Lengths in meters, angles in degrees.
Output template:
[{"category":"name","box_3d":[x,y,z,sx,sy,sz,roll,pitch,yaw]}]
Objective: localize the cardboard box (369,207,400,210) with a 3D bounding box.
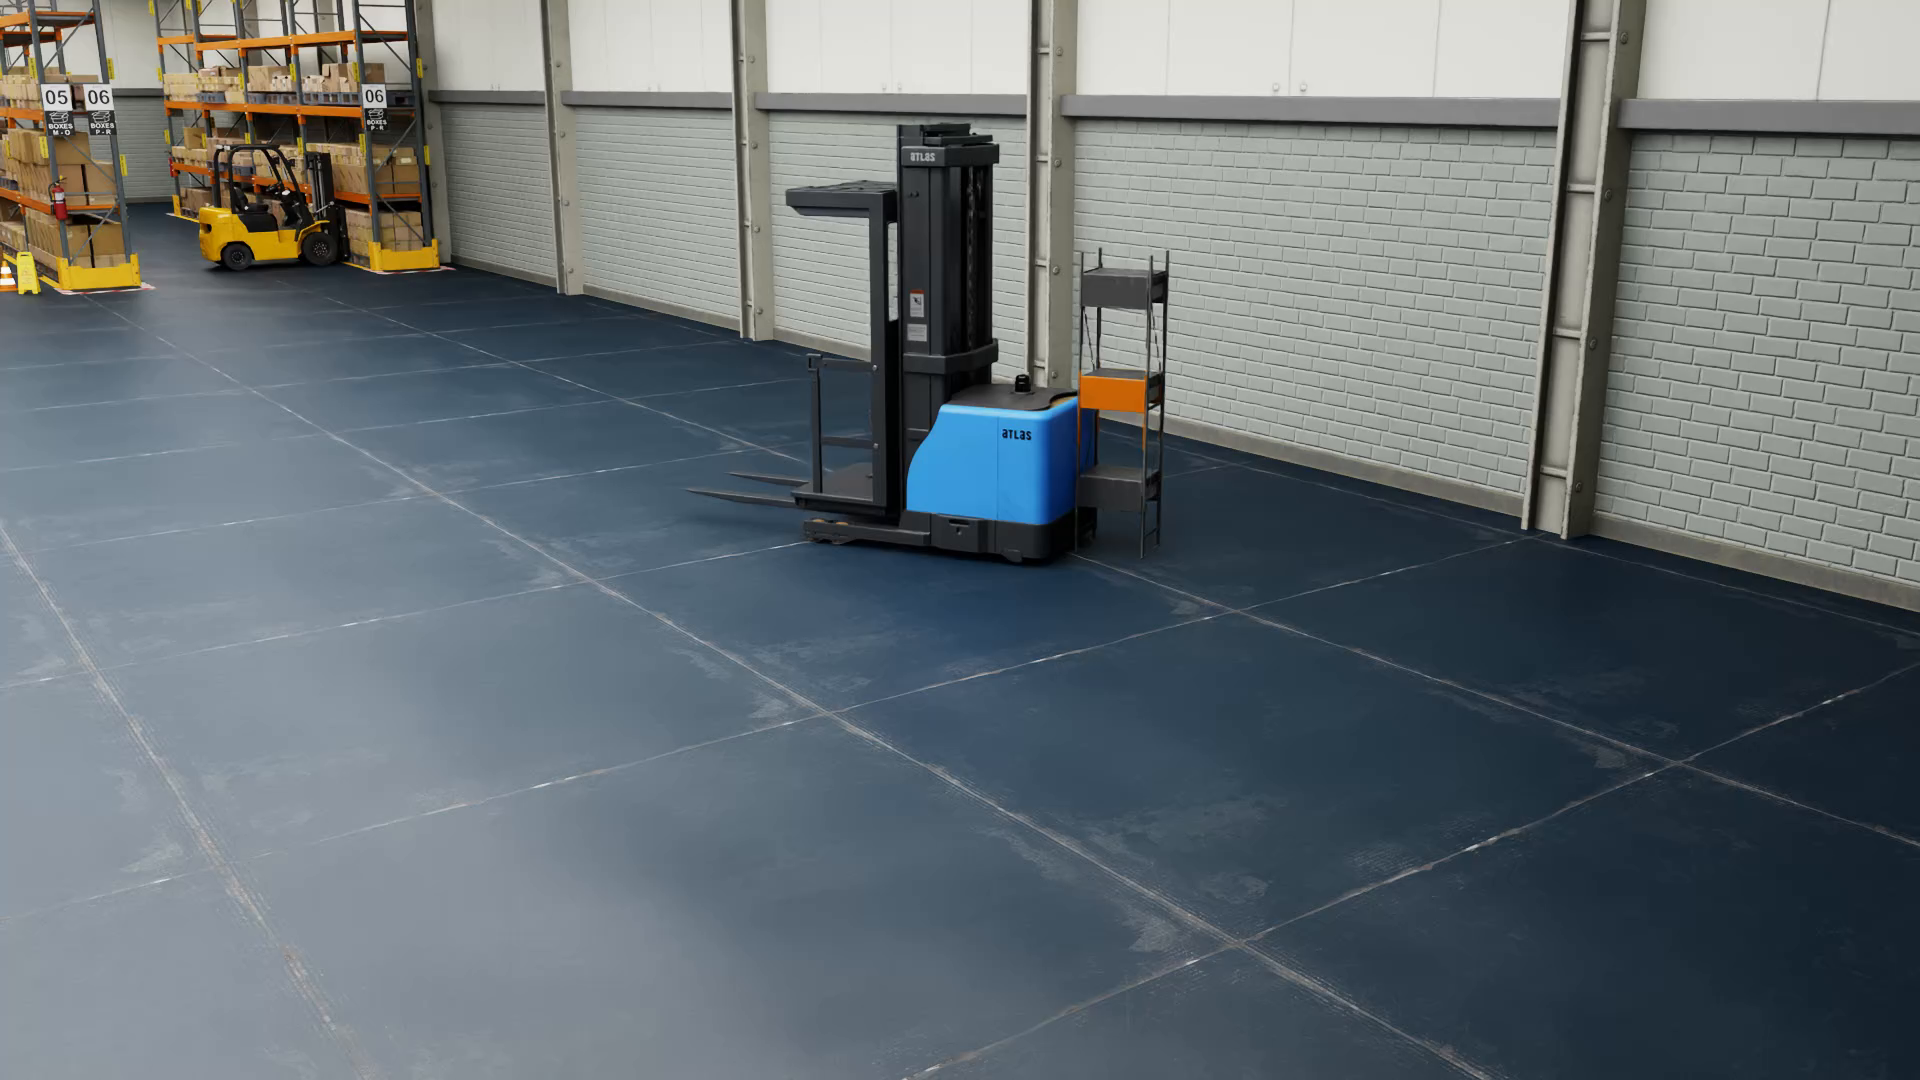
[{"category":"cardboard box","box_3d":[-10.723,-6.058,31.046,0.500,0.250,0.500,-11,19,-35]}]

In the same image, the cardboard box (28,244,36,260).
[{"category":"cardboard box","box_3d":[-16.248,-5.144,29.601,0.500,0.250,0.500,-12,19,-37]}]

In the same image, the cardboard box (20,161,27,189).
[{"category":"cardboard box","box_3d":[-16.029,-6.386,28.975,0.500,0.500,0.500,-11,19,-35]}]

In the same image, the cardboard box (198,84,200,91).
[{"category":"cardboard box","box_3d":[-17.213,-10.366,38.076,0.380,0.149,0.250,-11,19,-34]}]

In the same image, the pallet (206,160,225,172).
[{"category":"pallet","box_3d":[-16.686,-8.635,38.306,1.003,0.211,1.213,-11,19,-35]}]

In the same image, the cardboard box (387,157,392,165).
[{"category":"cardboard box","box_3d":[-10.198,-6.869,30.073,0.380,0.149,0.250,-11,19,-35]}]

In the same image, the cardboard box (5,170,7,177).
[{"category":"cardboard box","box_3d":[-17.776,-6.920,31.358,0.380,0.149,0.250,-10,18,-33]}]

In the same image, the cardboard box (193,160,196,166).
[{"category":"cardboard box","box_3d":[-18.352,-9.155,40.319,0.380,0.149,0.250,-11,19,-35]}]

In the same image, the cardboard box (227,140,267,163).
[{"category":"cardboard box","box_3d":[-15.825,-8.633,36.945,0.797,0.503,0.637,-11,19,-36]}]

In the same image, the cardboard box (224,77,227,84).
[{"category":"cardboard box","box_3d":[-15.920,-10.076,36.490,0.380,0.149,0.250,-11,19,-34]}]

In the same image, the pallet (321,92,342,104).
[{"category":"pallet","box_3d":[-11.128,-8.172,30.739,1.003,0.211,1.213,-11,19,-35]}]

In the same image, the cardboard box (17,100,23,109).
[{"category":"cardboard box","box_3d":[-15.704,-7.367,28.106,0.380,0.149,0.250,-11,19,-36]}]

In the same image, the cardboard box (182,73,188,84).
[{"category":"cardboard box","box_3d":[-18.155,-10.961,39.533,0.500,0.250,0.500,-10,18,-34]}]

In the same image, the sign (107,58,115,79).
[{"category":"sign","box_3d":[-13.585,-7.534,26.583,0.100,0.325,0.005,-11,19,-35]}]

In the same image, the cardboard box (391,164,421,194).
[{"category":"cardboard box","box_3d":[-10.078,-6.550,30.135,0.500,0.500,0.500,-10,18,-33]}]

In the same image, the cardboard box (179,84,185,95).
[{"category":"cardboard box","box_3d":[-18.450,-10.826,39.989,0.500,0.250,0.500,-11,19,-35]}]

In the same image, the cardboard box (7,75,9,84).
[{"category":"cardboard box","box_3d":[-16.279,-7.977,28.822,0.380,0.149,0.250,-10,18,-33]}]

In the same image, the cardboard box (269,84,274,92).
[{"category":"cardboard box","box_3d":[-13.709,-9.135,33.581,0.380,0.149,0.250,-11,19,-35]}]

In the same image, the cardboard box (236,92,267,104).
[{"category":"cardboard box","box_3d":[-15.213,-9.507,35.732,0.500,0.250,0.500,-12,19,-36]}]

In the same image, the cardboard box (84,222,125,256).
[{"category":"cardboard box","box_3d":[-14.289,-5.039,27.799,0.500,0.500,0.500,-12,19,-36]}]

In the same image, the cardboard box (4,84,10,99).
[{"category":"cardboard box","box_3d":[-16.339,-7.817,28.993,0.500,0.250,0.500,-11,19,-36]}]

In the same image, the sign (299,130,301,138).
[{"category":"sign","box_3d":[-14.268,-8.706,36.010,0.100,0.325,0.005,-11,19,-35]}]

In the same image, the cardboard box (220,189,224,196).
[{"category":"cardboard box","box_3d":[-17.071,-8.107,38.724,0.380,0.149,0.250,-10,18,-32]}]

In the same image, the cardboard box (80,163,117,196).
[{"category":"cardboard box","box_3d":[-14.078,-5.917,27.260,0.500,0.500,0.500,-11,19,-35]}]

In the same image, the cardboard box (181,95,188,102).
[{"category":"cardboard box","box_3d":[-18.447,-10.596,39.901,0.380,0.149,0.250,-10,18,-33]}]

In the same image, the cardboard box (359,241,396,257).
[{"category":"cardboard box","box_3d":[-10.543,-5.280,30.099,0.500,0.250,0.500,-11,19,-34]}]

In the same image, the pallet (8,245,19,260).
[{"category":"pallet","box_3d":[-17.557,-5.517,31.834,1.003,0.211,1.213,-11,19,-35]}]

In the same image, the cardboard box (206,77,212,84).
[{"category":"cardboard box","box_3d":[-16.744,-10.345,37.438,0.380,0.149,0.250,-11,19,-35]}]

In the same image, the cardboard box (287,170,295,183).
[{"category":"cardboard box","box_3d":[-13.171,-7.308,33.378,0.500,0.250,0.500,-11,19,-35]}]

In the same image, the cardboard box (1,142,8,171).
[{"category":"cardboard box","box_3d":[-17.425,-7.109,30.821,0.500,0.500,0.500,-10,18,-33]}]

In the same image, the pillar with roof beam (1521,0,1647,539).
[{"category":"pillar with roof beam","box_3d":[0.937,-3.742,8.700,9.100,9.000,0.400,-11,19,-35]}]

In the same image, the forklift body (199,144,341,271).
[{"category":"forklift body","box_3d":[-12.602,-6.065,30.161,2.313,2.155,1.214,-11,19,-35]}]

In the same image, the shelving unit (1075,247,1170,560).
[{"category":"shelving unit","box_3d":[1.122,-0.947,11.559,0.503,2.100,0.431,7,17,23]}]

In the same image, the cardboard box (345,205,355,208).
[{"category":"cardboard box","box_3d":[-11.738,-6.198,31.559,0.500,0.250,0.500,-10,18,-33]}]

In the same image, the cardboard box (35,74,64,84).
[{"category":"cardboard box","box_3d":[-14.462,-7.318,26.414,0.380,0.149,0.250,-11,19,-34]}]

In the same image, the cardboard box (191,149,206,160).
[{"category":"cardboard box","box_3d":[-18.153,-9.270,39.985,0.500,0.250,0.500,-11,19,-35]}]

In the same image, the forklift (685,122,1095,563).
[{"category":"forklift","box_3d":[-0.576,-1.497,11.993,3.031,2.935,1.130,7,17,23]}]

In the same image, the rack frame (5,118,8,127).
[{"category":"rack frame","box_3d":[-21.080,-8.144,36.148,1.000,3.000,0.127,-11,19,-35]}]

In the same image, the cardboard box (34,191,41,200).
[{"category":"cardboard box","box_3d":[-15.535,-5.873,28.328,0.380,0.149,0.250,-11,19,-35]}]

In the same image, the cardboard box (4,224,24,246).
[{"category":"cardboard box","box_3d":[-17.964,-5.946,32.301,0.950,0.372,0.625,-11,19,-36]}]

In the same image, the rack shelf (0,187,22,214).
[{"category":"rack shelf","box_3d":[-17.552,-6.515,31.562,1.077,0.370,4.000,-11,19,-35]}]

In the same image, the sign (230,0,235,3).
[{"category":"sign","box_3d":[-15.148,-11.357,34.604,0.100,0.325,0.005,-11,19,-35]}]

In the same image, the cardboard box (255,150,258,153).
[{"category":"cardboard box","box_3d":[-14.766,-8.308,35.331,0.380,0.149,0.250,-10,18,-33]}]

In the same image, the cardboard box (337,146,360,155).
[{"category":"cardboard box","box_3d":[-11.224,-7.158,30.565,0.380,0.149,0.250,-10,18,-33]}]

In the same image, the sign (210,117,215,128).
[{"category":"sign","box_3d":[-18.958,-10.562,42.191,0.100,0.325,0.005,-11,19,-35]}]

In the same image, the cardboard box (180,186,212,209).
[{"category":"cardboard box","box_3d":[-19.136,-8.622,41.830,0.797,0.503,0.637,-12,19,-37]}]

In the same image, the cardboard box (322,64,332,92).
[{"category":"cardboard box","box_3d":[-11.303,-8.522,30.667,0.797,0.503,0.637,-10,18,-33]}]

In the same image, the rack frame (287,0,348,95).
[{"category":"rack frame","box_3d":[-12.363,-10.100,31.933,1.000,3.000,0.127,-11,19,-35]}]

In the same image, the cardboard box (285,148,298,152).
[{"category":"cardboard box","box_3d":[-13.377,-7.820,33.548,0.380,0.149,0.250,-11,19,-36]}]

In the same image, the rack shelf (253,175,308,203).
[{"category":"rack shelf","box_3d":[-13.539,-7.287,34.380,1.077,0.370,4.000,-11,19,-35]}]

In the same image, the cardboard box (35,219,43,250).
[{"category":"cardboard box","box_3d":[-15.620,-5.282,28.685,0.500,0.500,0.500,-10,18,-32]}]
